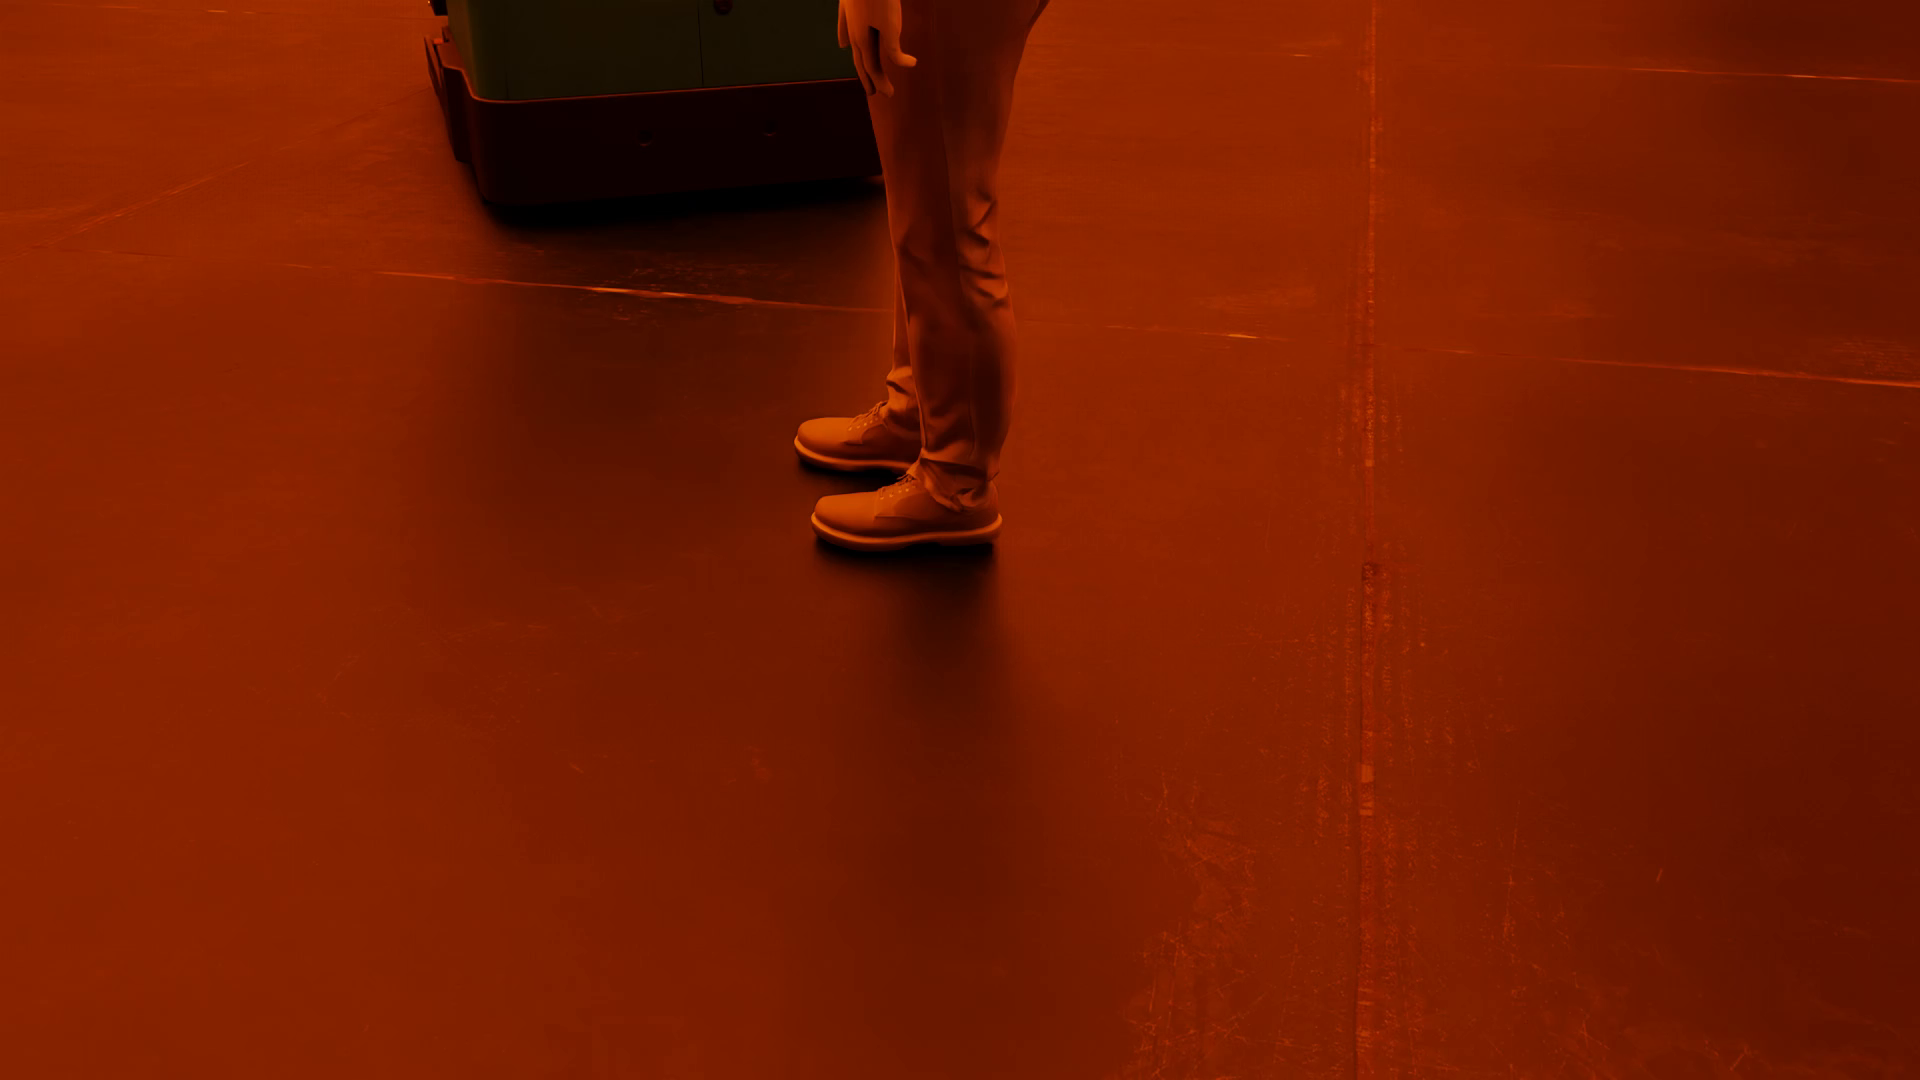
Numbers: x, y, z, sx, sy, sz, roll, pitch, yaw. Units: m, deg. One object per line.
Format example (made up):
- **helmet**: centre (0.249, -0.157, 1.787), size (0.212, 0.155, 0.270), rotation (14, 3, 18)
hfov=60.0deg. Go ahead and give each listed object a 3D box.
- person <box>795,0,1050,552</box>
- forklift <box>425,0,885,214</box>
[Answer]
- **person**: centre (-0.065, -0.773, 2.134), size (0.531, 1.696, 0.588), rotation (6, 27, 11)
- **forklift**: centre (-1.070, -2.703, 4.604), size (1.130, 2.935, 3.031), rotation (-9, 28, -17)
